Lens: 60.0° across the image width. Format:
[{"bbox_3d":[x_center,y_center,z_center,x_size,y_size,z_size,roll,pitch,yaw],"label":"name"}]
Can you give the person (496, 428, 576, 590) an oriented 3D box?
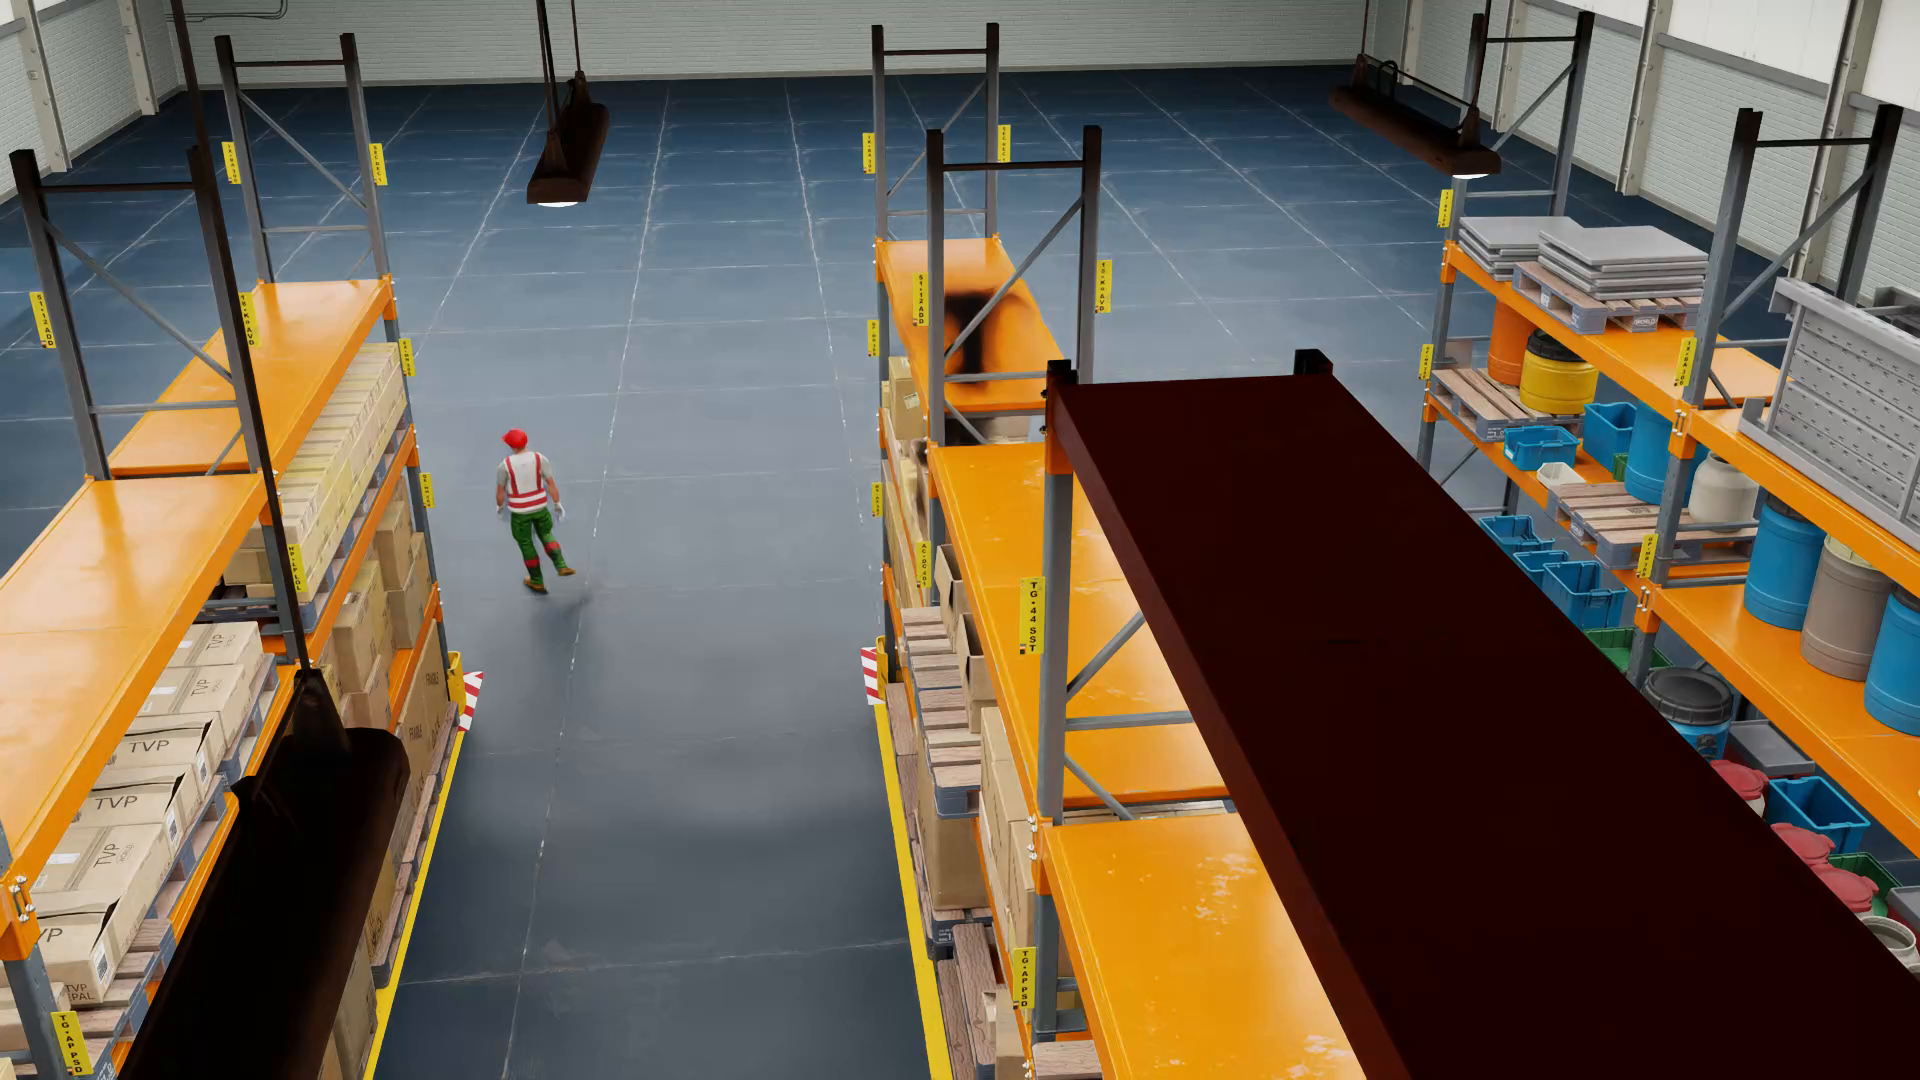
[{"bbox_3d":[-4.389,-0.312,17.077,0.644,1.780,0.603,-16,30,-30],"label":"person"}]
